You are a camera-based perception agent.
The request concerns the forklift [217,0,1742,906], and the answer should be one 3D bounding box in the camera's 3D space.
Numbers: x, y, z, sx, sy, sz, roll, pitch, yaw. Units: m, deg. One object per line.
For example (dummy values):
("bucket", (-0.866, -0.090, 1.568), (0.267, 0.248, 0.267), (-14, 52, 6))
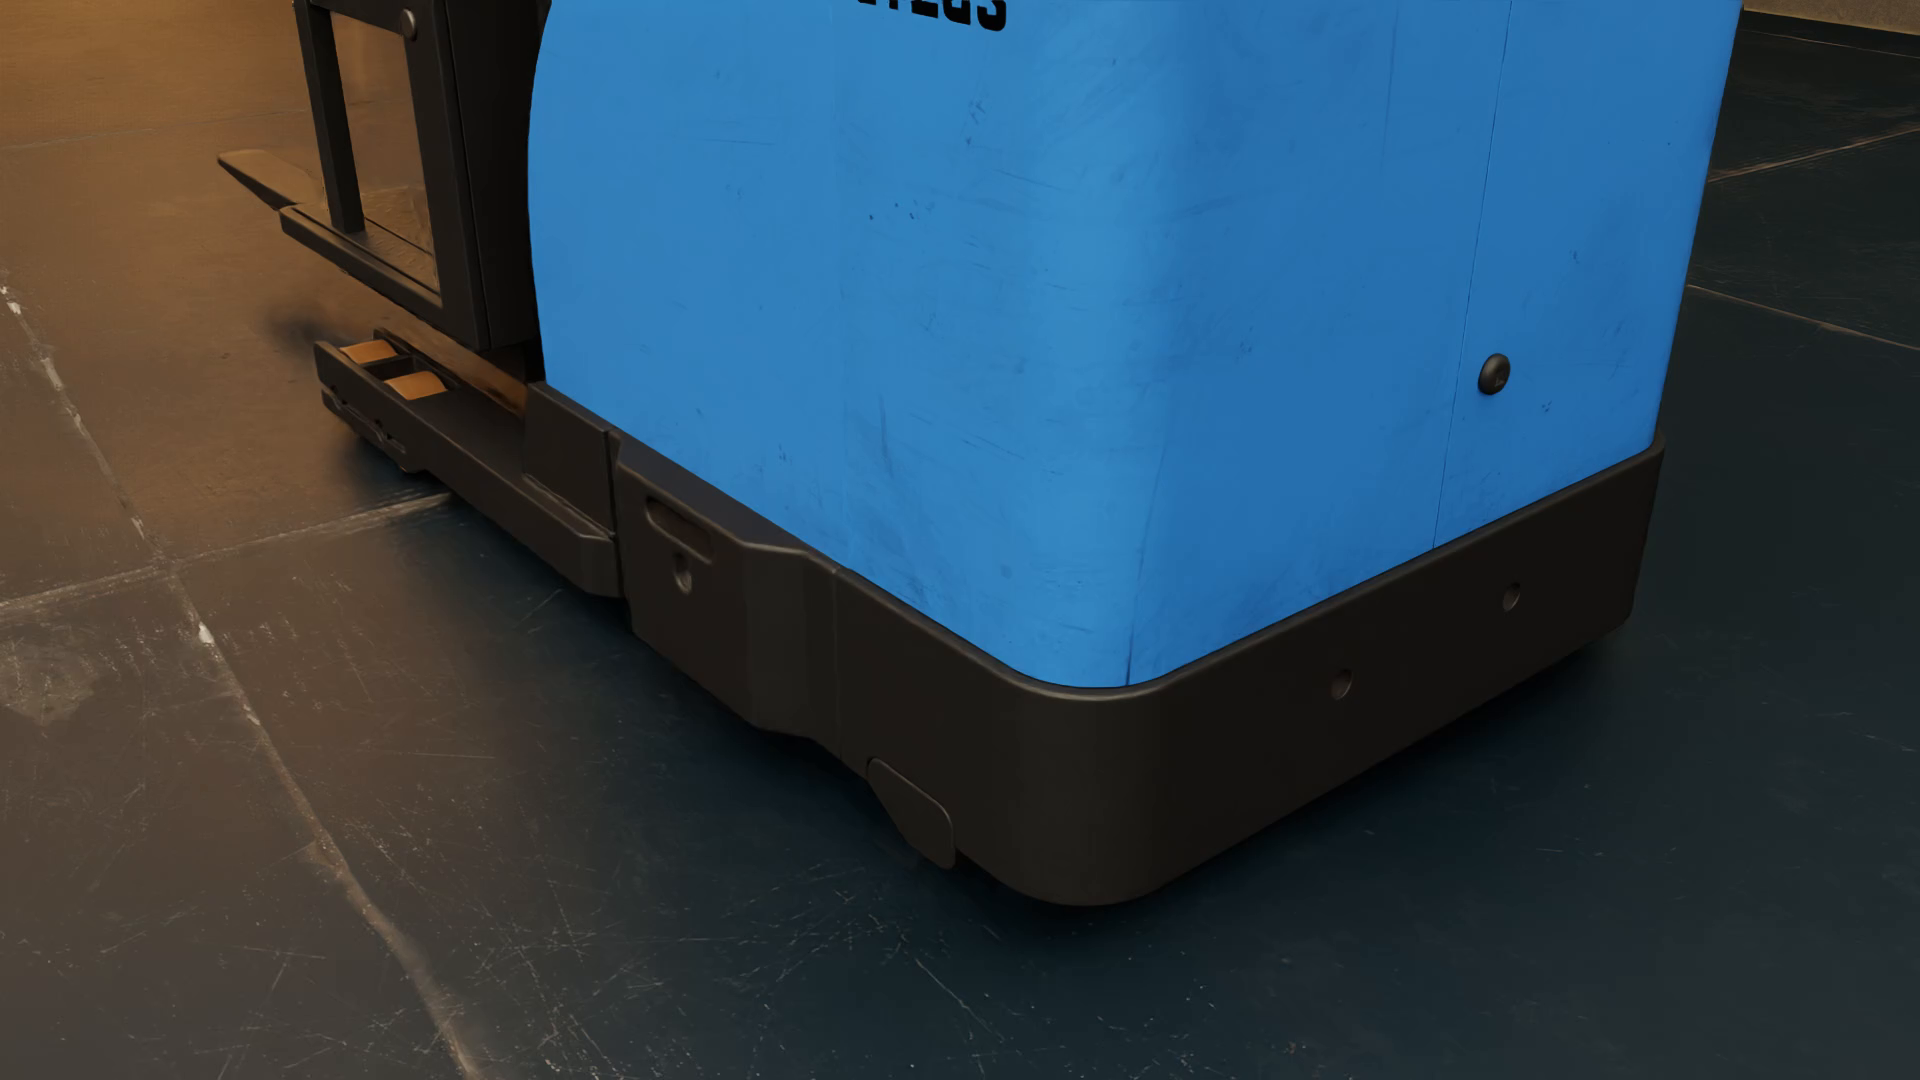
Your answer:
("forklift", (-0.443, -1.542, 2.305), (1.130, 2.935, 3.031), (-20, 33, -34))
